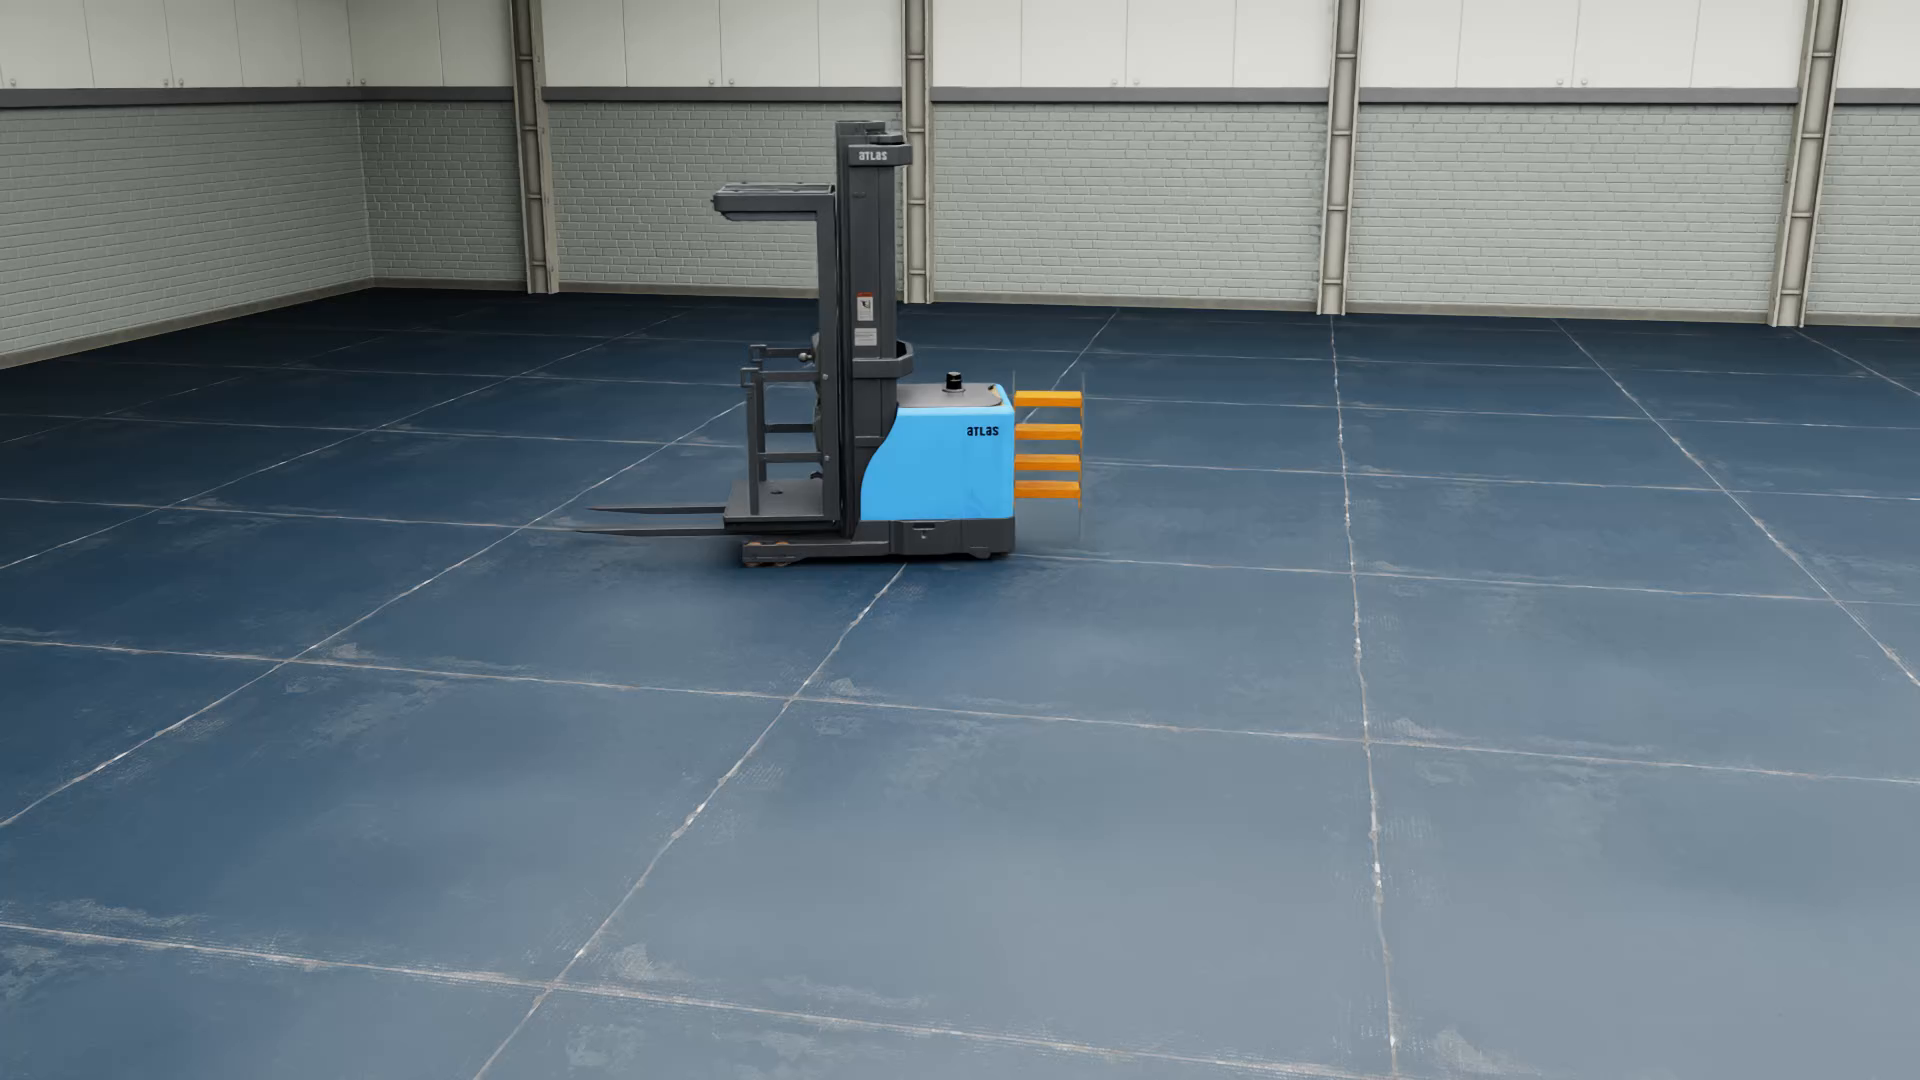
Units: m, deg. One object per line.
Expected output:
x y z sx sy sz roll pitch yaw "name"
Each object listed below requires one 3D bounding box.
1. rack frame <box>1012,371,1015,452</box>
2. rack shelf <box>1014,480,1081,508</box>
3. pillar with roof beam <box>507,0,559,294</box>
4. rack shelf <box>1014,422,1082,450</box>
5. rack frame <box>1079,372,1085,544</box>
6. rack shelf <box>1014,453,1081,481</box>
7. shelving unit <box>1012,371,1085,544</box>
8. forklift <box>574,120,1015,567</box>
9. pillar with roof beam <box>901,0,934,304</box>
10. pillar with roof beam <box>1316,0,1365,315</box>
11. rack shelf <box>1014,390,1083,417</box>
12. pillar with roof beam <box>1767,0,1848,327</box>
0.379 -0.591 11.878 0.015 1.200 0.240 1 16 3 "rack frame"
0.623 -0.332 11.937 0.480 0.148 0.258 1 16 3 "rack shelf"
-7.350 -7.071 20.663 0.400 9.000 9.100 3 16 11 "pillar with roof beam"
0.623 -0.738 11.824 0.480 0.148 0.258 1 16 3 "rack shelf"
0.867 -0.584 11.854 0.015 1.200 0.240 1 16 3 "rack frame"
0.623 -0.523 11.884 0.480 0.148 0.258 1 16 3 "rack shelf"
0.623 -0.588 11.866 0.503 1.200 0.258 1 16 3 "shelving unit"
-1.157 -1.375 11.466 3.031 2.935 1.130 -1 16 -3 "forklift"
-1.470 -6.752 19.511 0.400 9.000 9.100 3 16 11 "pillar with roof beam"
4.410 -6.433 18.359 0.400 9.000 9.100 3 16 11 "pillar with roof beam"
0.623 -0.966 11.761 0.480 0.148 0.258 1 16 3 "rack shelf"
10.289 -6.114 17.206 0.400 9.000 9.100 3 16 11 "pillar with roof beam"
